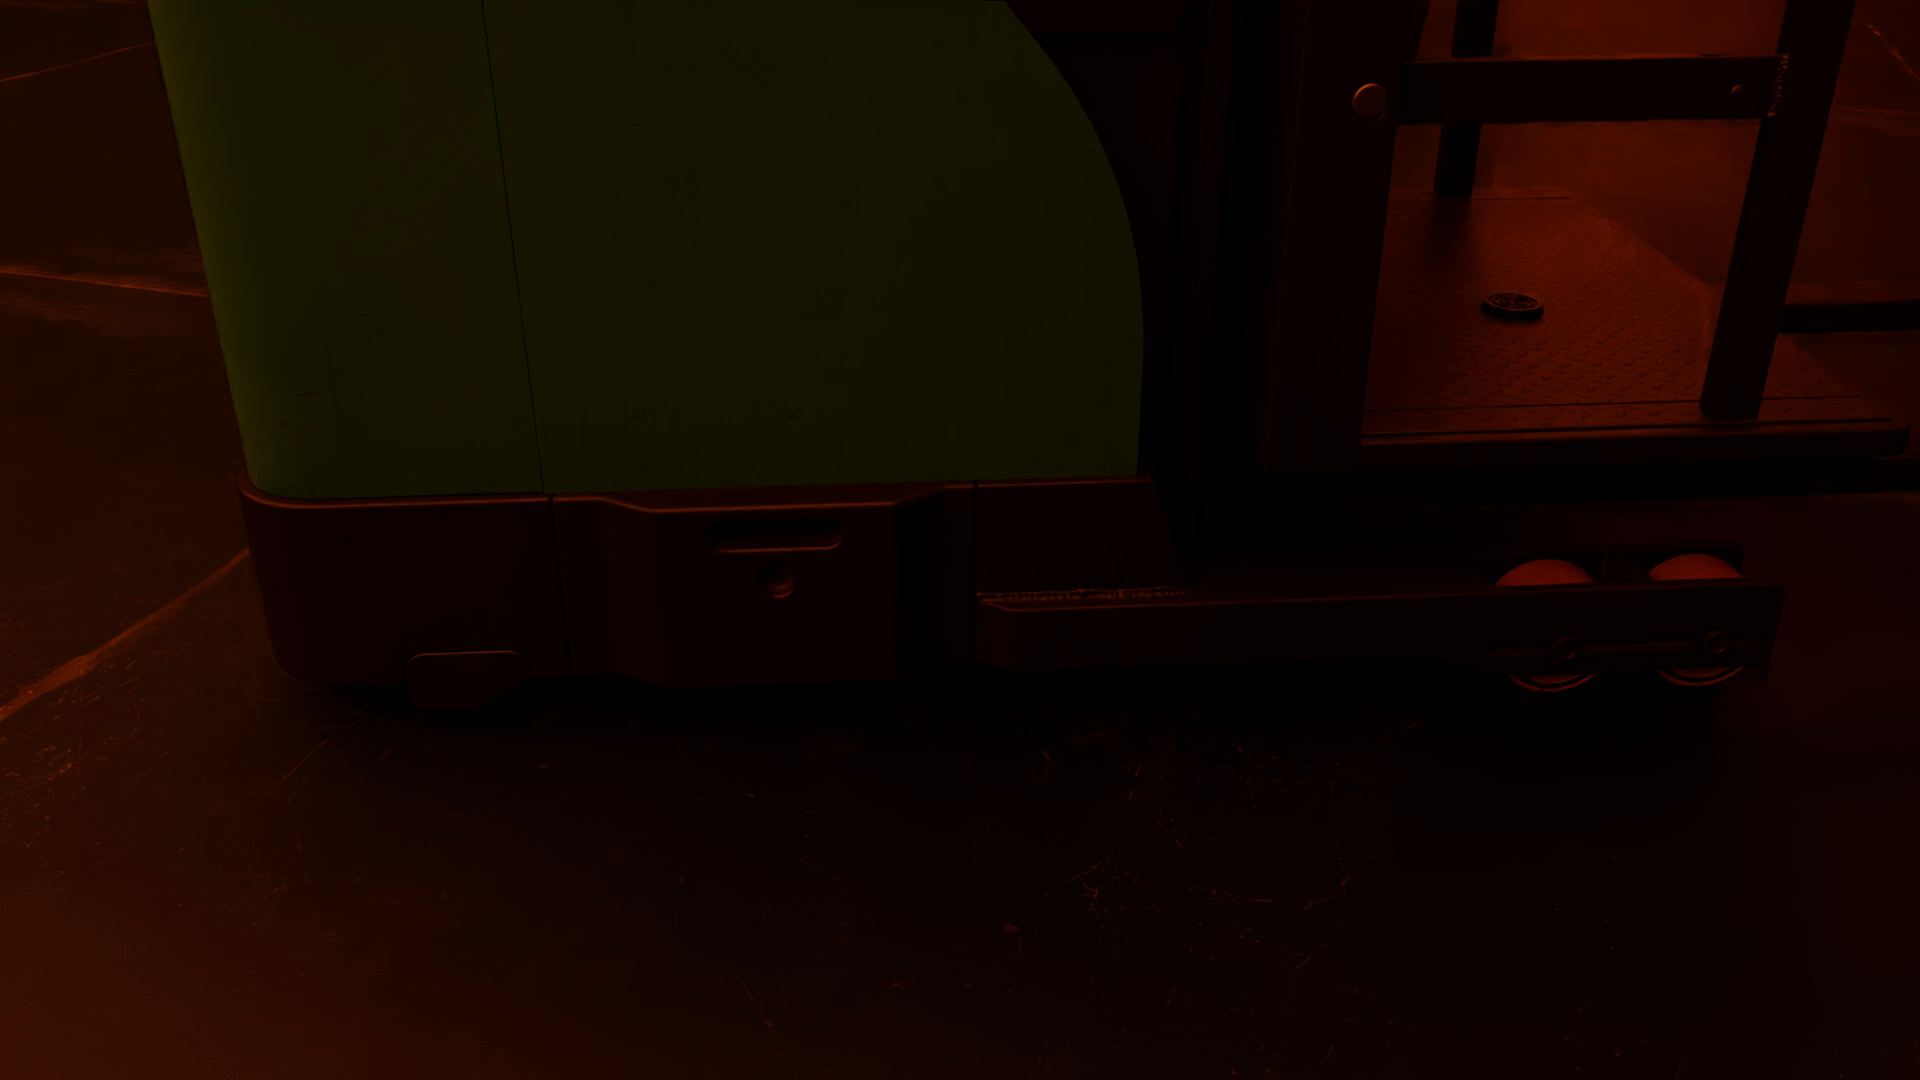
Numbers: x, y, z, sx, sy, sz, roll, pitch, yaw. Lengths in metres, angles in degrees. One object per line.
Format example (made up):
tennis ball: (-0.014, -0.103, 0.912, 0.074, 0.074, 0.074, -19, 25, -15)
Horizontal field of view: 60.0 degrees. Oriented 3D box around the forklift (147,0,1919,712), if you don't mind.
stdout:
forklift: (0.625, -1.350, 1.922, 3.031, 2.935, 1.130, -2, 27, -4)
